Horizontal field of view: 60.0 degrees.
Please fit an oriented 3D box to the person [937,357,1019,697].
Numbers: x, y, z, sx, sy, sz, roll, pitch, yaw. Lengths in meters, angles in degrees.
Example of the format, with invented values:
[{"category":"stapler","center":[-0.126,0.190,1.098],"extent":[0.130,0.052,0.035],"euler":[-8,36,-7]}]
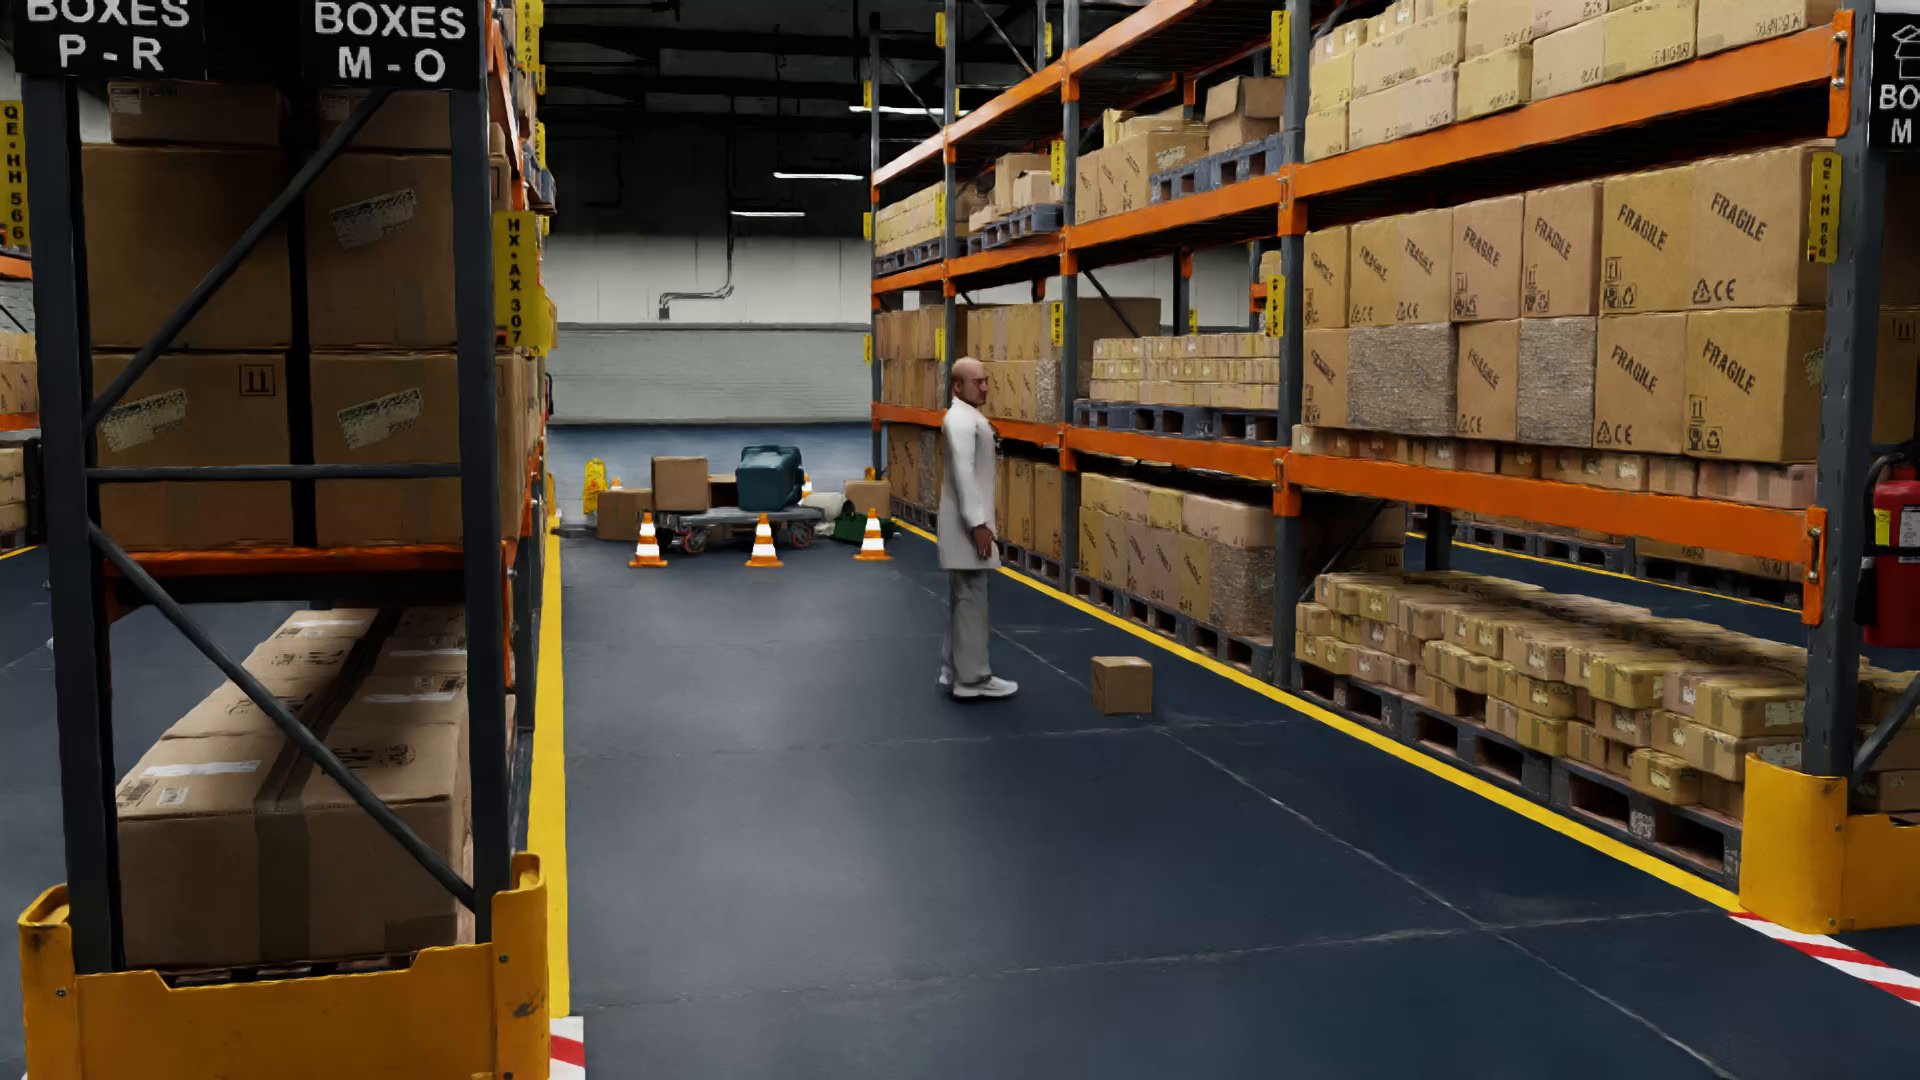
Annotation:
[{"category":"person","center":[0.096,-0.053,8.827],"extent":[0.433,1.826,0.637],"euler":[0,6,-1]}]
